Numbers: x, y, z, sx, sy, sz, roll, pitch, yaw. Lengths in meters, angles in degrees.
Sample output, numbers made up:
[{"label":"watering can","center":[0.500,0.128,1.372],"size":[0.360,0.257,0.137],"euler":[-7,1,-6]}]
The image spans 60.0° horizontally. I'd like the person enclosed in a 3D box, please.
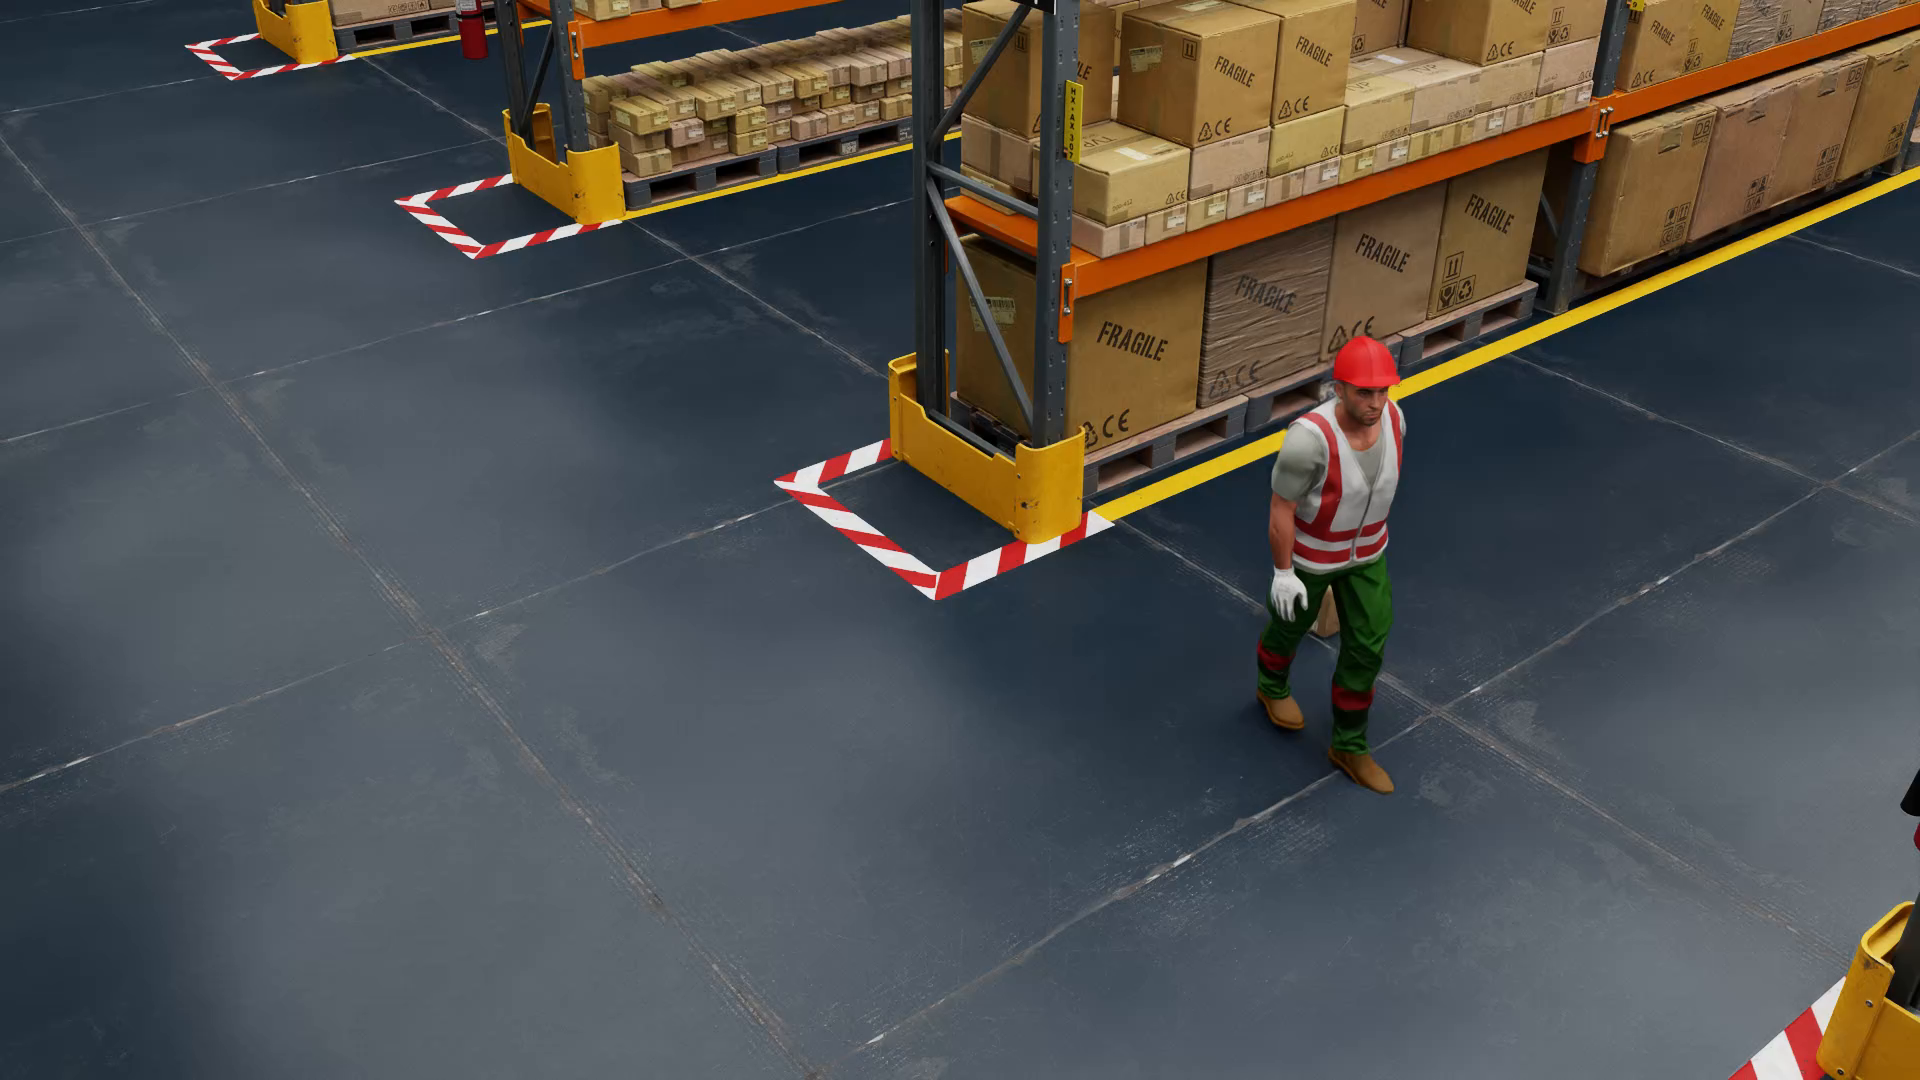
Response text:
[{"label":"person","center":[1.345,0.066,6.027],"size":[0.578,1.808,0.695],"euler":[-10,33,-16]}]
